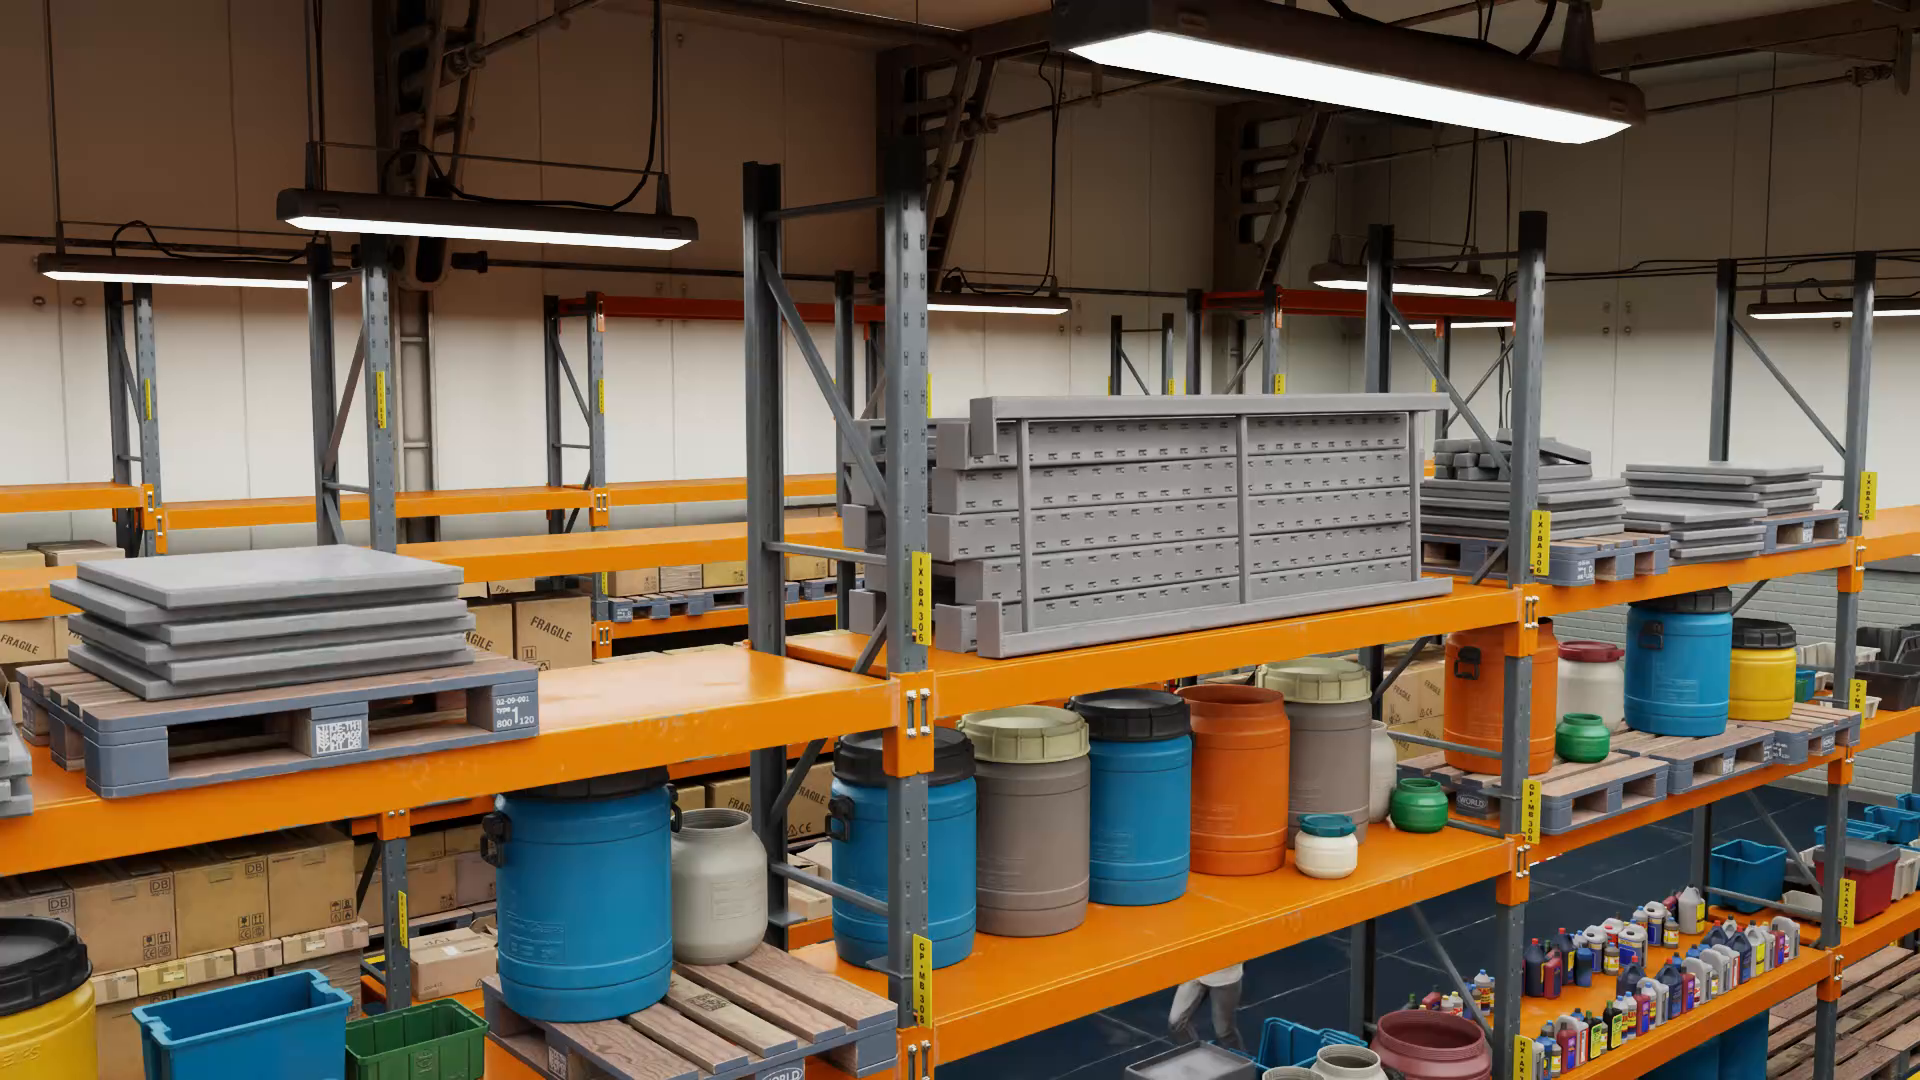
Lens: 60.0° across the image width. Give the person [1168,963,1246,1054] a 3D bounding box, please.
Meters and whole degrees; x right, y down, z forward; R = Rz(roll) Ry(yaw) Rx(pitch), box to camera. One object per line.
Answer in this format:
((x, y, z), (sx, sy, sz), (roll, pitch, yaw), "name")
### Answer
((1.803, 3.141, 11.943), (0.822, 1.780, 0.681), (-5, 8, -44), "person")
